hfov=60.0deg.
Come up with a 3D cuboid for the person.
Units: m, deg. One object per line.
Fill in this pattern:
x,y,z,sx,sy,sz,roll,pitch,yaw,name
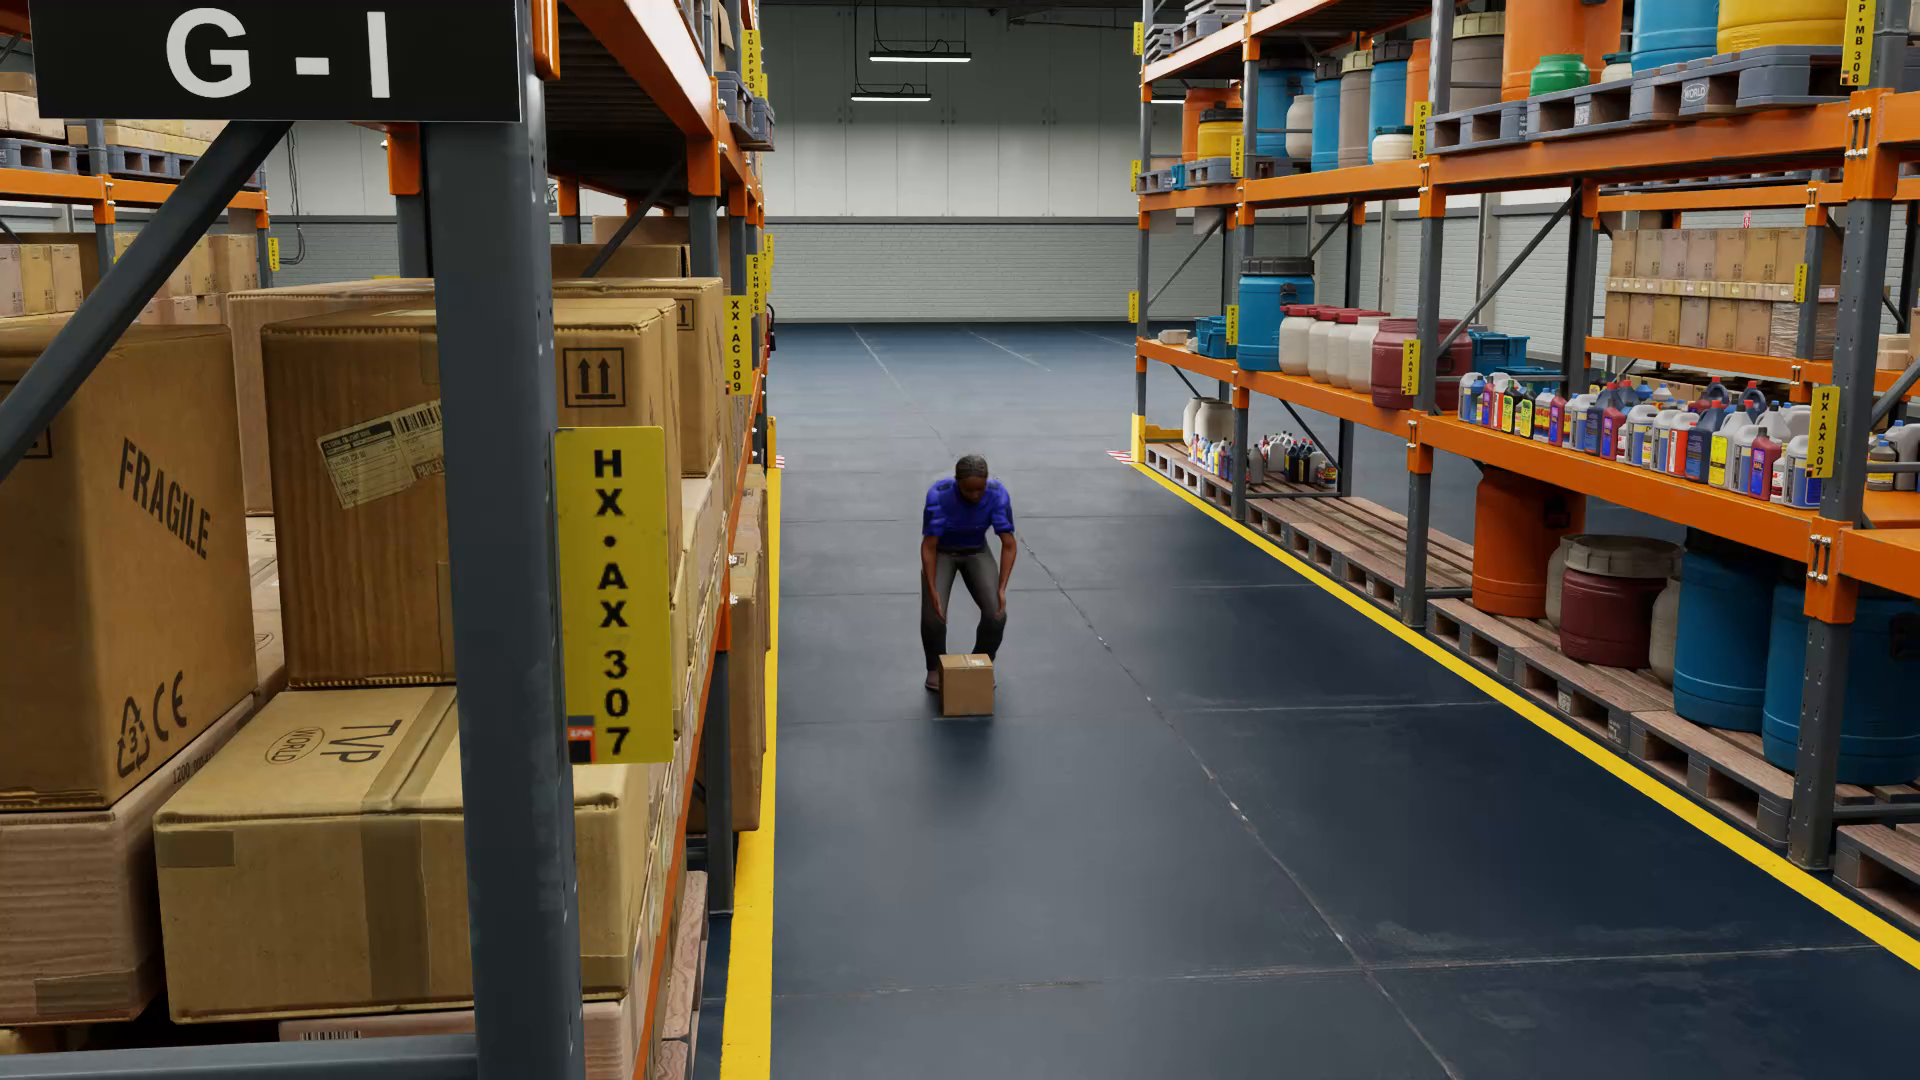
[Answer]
0.039,0.153,8.669,0.496,1.277,0.684,-1,10,-3,person
